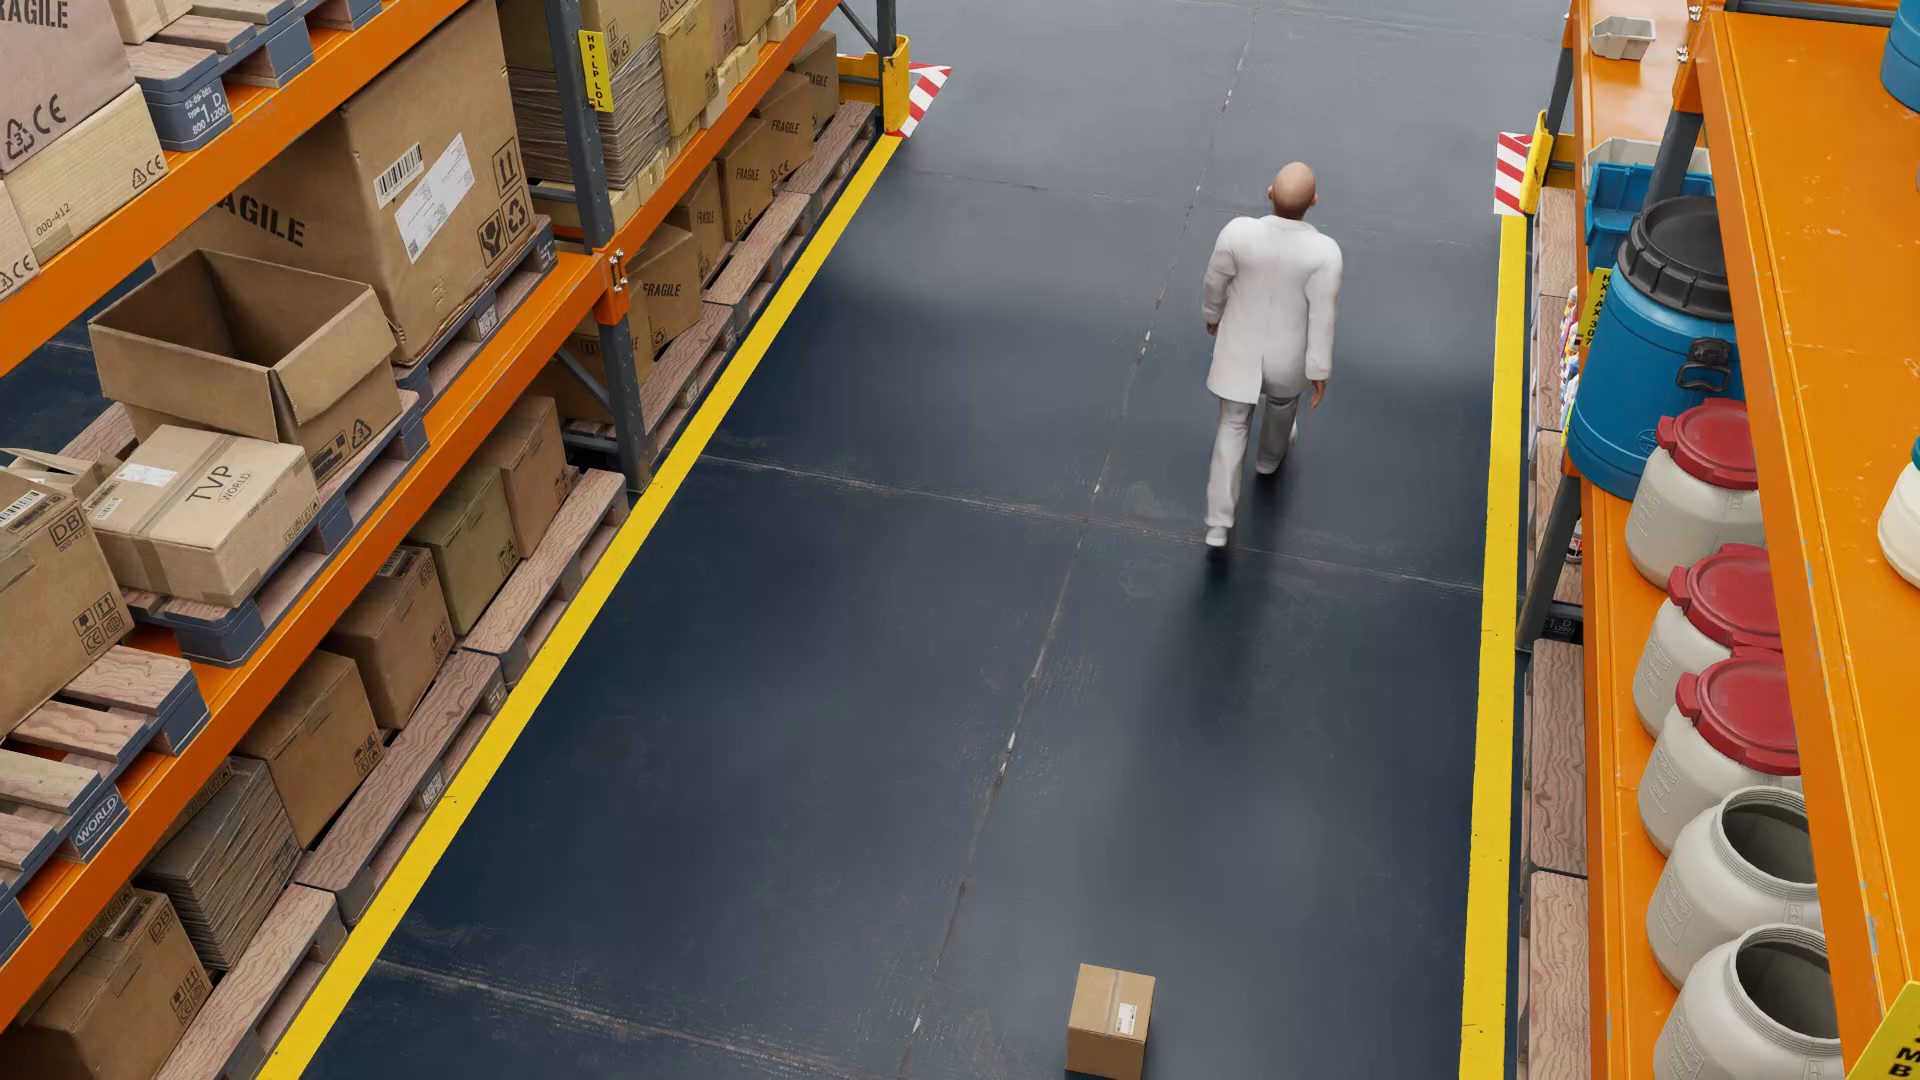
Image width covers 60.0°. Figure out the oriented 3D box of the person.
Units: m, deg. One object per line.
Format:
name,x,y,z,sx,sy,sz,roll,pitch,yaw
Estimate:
person,1.320,-0.861,7.178,0.609,1.733,1.102,11,42,13
